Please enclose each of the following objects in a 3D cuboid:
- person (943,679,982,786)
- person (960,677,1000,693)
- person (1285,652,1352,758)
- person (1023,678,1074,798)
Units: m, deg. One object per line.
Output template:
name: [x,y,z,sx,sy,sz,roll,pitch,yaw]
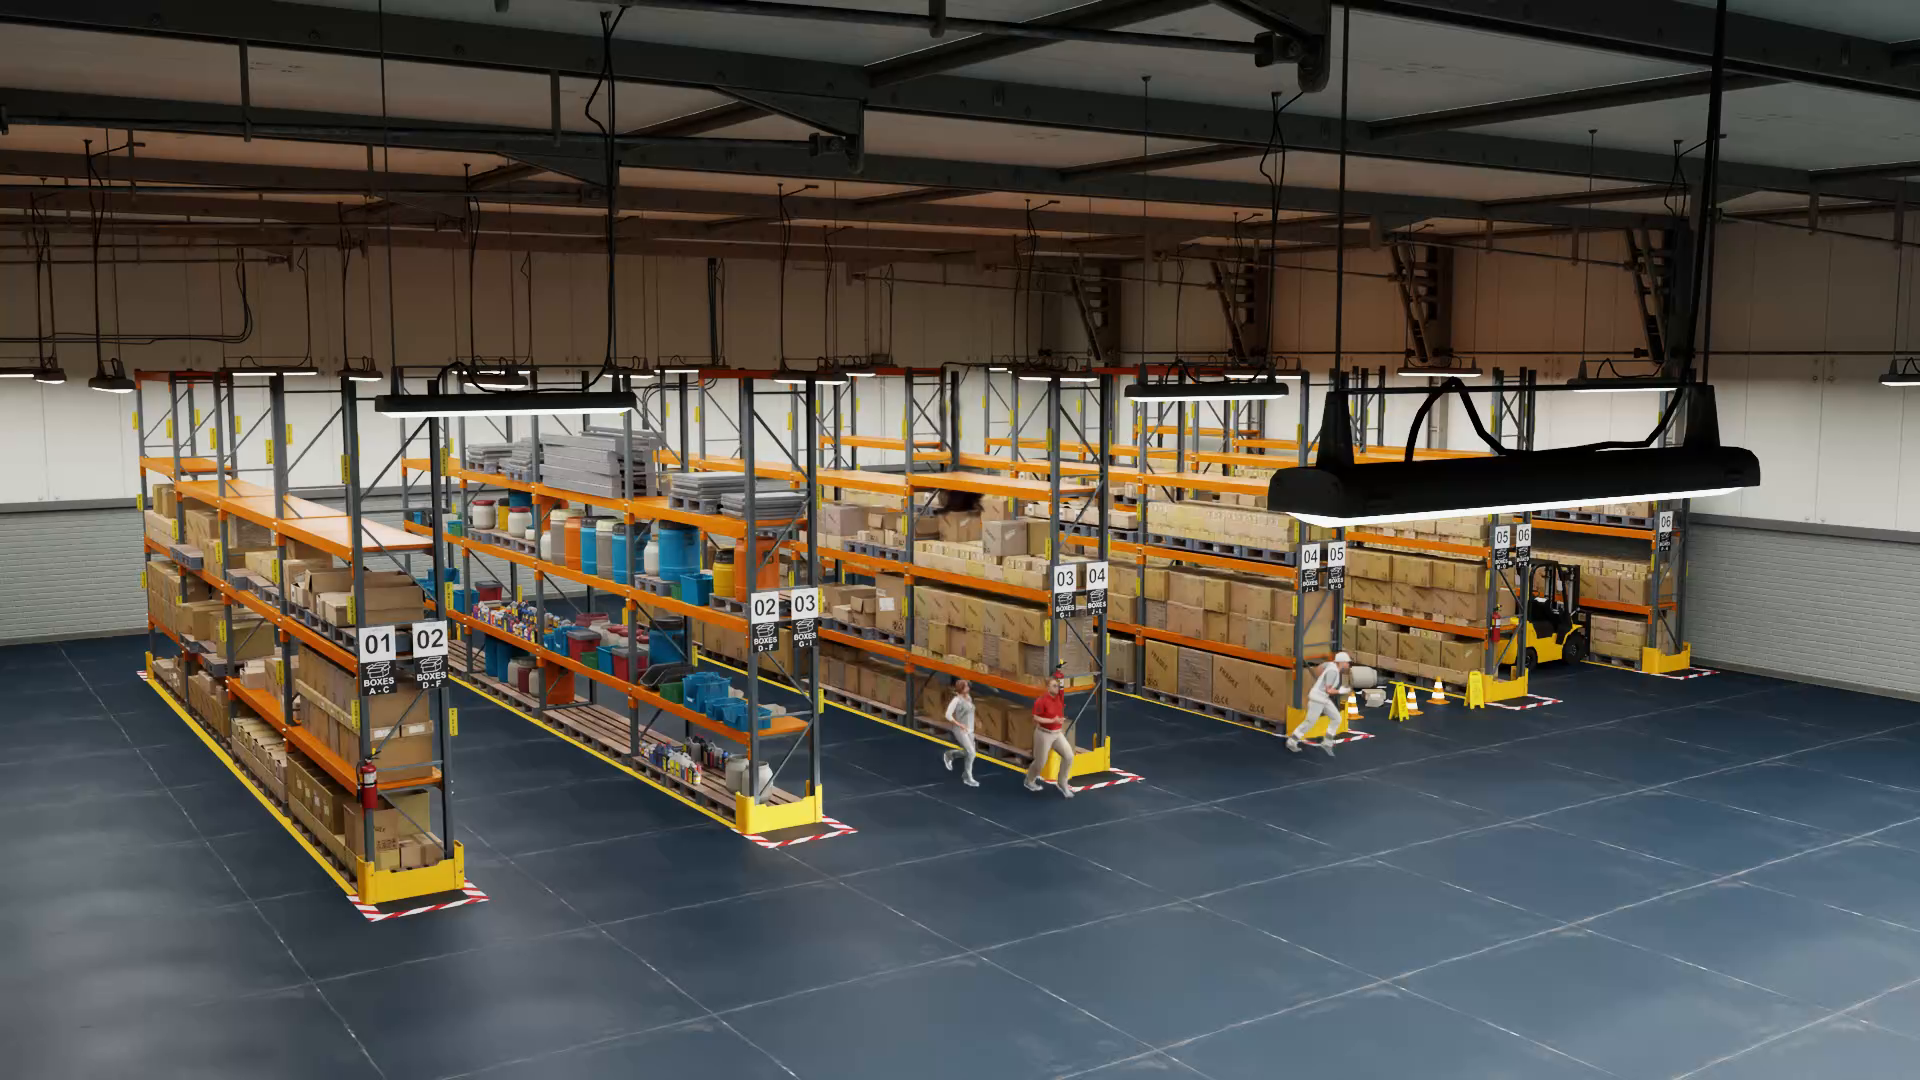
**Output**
person: [-0.010,2.816,24.427,0.650,1.573,0.541,4,7,30]
person: [0.374,2.001,31.191,0.931,1.704,0.627,5,8,39]
person: [5.634,2.585,26.107,1.008,1.710,0.707,2,7,17]
person: [1.255,2.824,23.711,0.818,1.759,0.689,6,9,44]
